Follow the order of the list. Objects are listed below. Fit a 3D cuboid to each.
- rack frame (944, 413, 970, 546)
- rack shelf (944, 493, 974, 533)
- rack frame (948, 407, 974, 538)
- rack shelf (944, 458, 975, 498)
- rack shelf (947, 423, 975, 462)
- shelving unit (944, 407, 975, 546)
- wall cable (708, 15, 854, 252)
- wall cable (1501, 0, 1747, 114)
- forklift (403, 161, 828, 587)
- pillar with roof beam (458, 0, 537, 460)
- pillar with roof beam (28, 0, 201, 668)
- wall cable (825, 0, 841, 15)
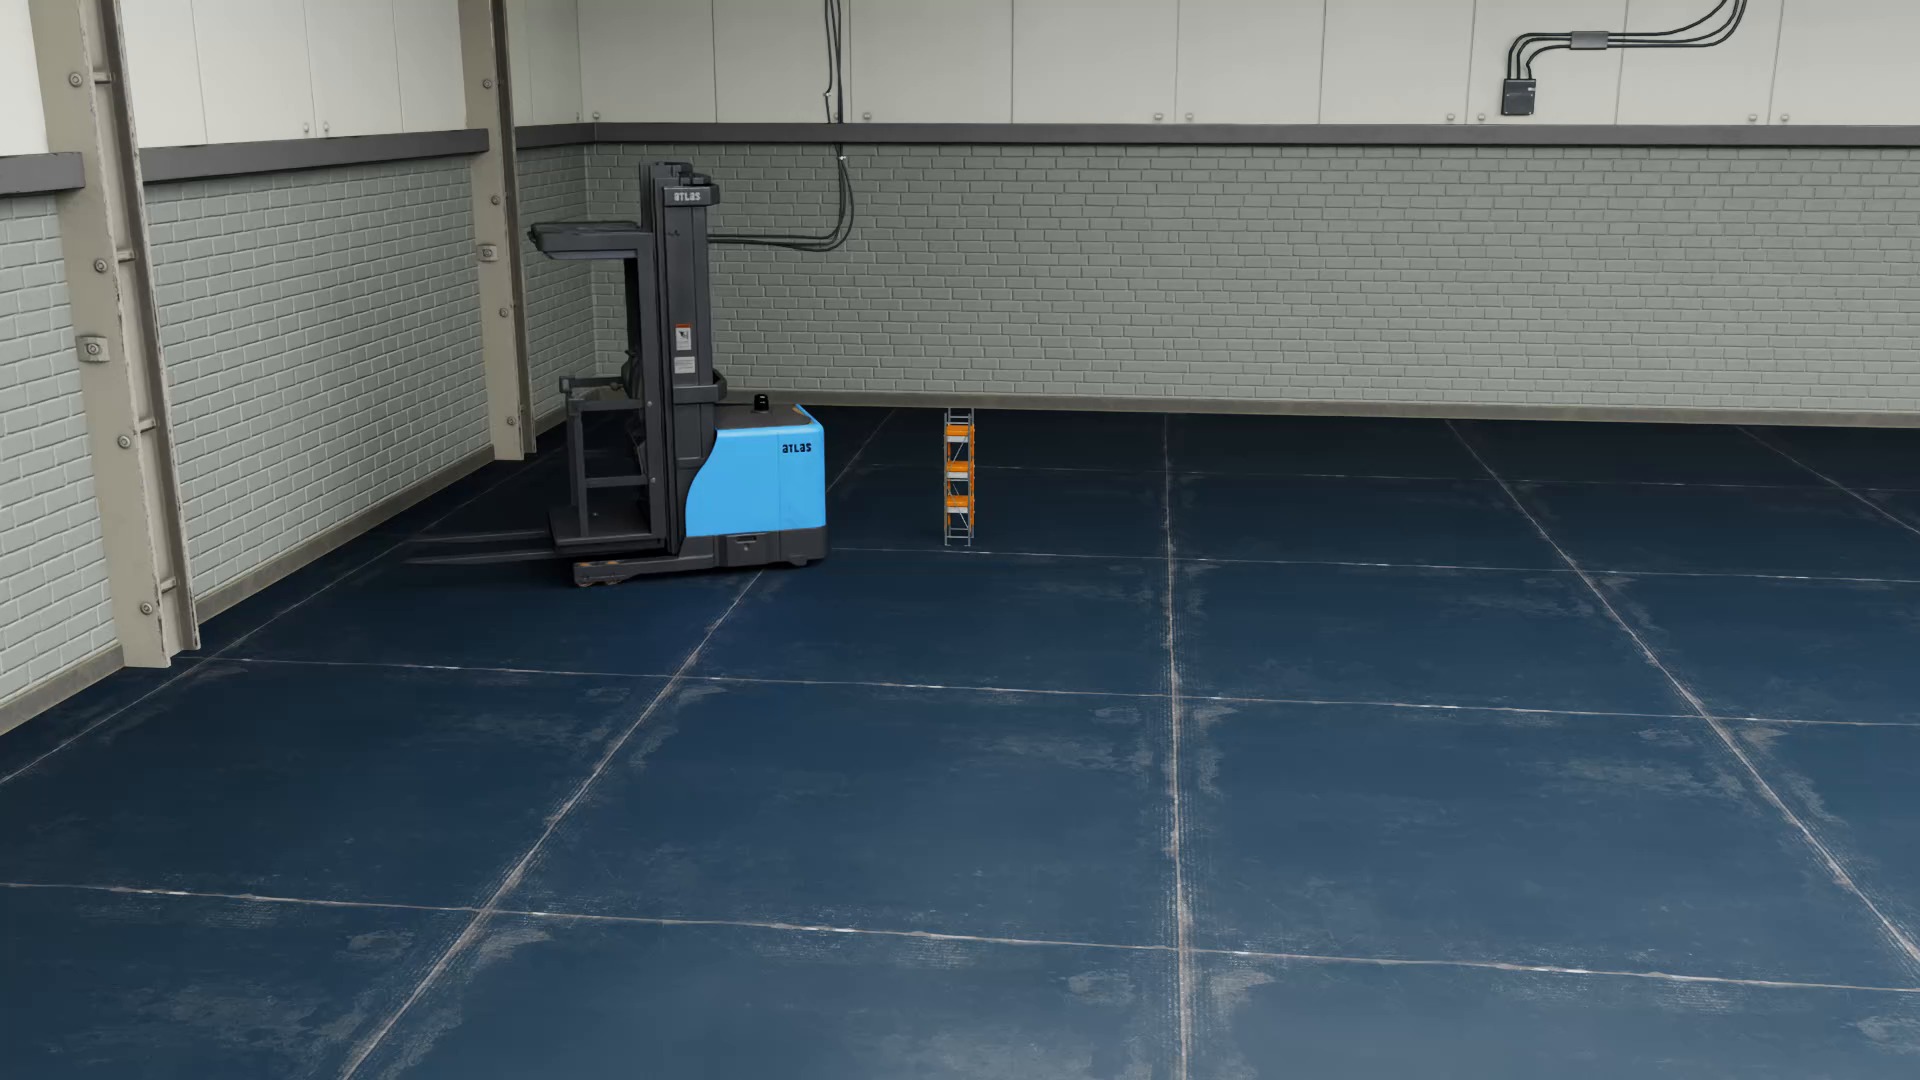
[{"bbox_3d":[-0.020,-0.461,12.857,0.200,1.050,0.008,2,15,6],"label":"rack frame"},{"bbox_3d":[-0.006,-0.214,13.049,0.215,0.259,0.240,2,15,6],"label":"rack shelf"},{"bbox_3d":[0.008,-0.525,13.091,0.200,1.050,0.008,2,15,6],"label":"rack frame"},{"bbox_3d":[-0.006,-0.483,12.976,0.215,0.259,0.240,2,15,6],"label":"rack shelf"},{"bbox_3d":[-0.006,-0.757,12.902,0.215,0.259,0.240,2,15,6],"label":"rack shelf"},{"bbox_3d":[-0.006,-0.493,12.974,0.215,1.050,0.252,2,15,6],"label":"shelving unit"},{"bbox_3d":[-2.699,-4.394,18.122,3.097,2.526,0.112,2,15,6],"label":"wall cable"},{"bbox_3d":[6.732,-7.251,16.223,2.305,6.003,0.169,2,15,6],"label":"wall cable"},{"bbox_3d":[-2.563,-1.233,12.107,3.031,2.935,1.130,-4,16,-16],"label":"forklift"},{"bbox_3d":[-0.068,-5.041,14.566,9.100,9.000,0.400,2,15,6],"label":"pillar with roof beam"},{"bbox_3d":[-0.745,-3.485,8.811,9.100,9.000,0.400,2,15,6],"label":"pillar with roof beam"},{"bbox_3d":[-0.011,-6.752,17.168,3.097,2.526,0.112,2,15,6],"label":"wall cable"}]
